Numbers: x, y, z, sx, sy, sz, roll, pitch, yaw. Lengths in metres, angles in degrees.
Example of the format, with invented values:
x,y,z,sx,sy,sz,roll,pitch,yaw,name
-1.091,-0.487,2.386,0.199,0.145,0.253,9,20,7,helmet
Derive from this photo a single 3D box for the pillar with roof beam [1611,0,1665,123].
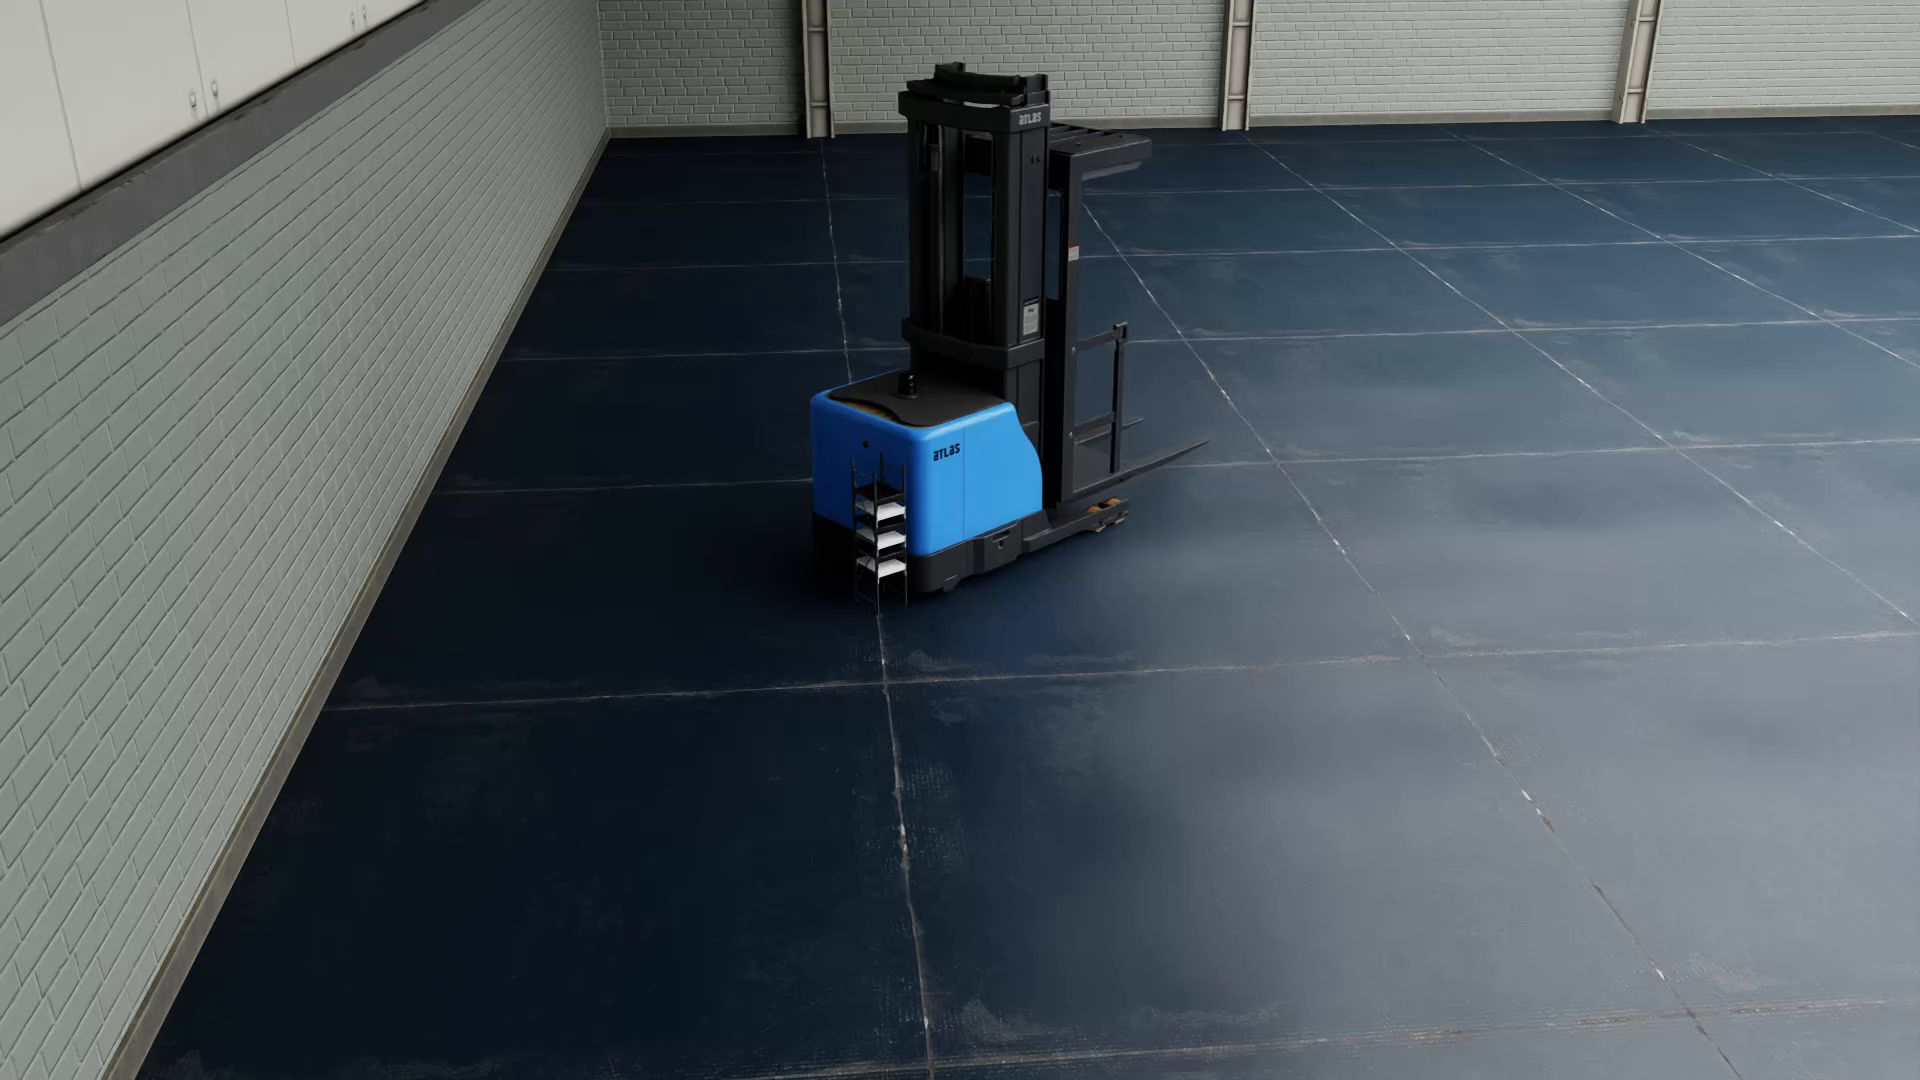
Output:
x,y,z,sx,sy,sz,roll,pitch,yaw,name
10.374,-8.617,19.057,0.400,9.000,9.100,-2,24,-5,pillar with roof beam

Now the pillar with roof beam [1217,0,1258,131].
x,y,z,sx,sy,sz,roll,pitch,yaw,name
4.403,-8.377,18.518,0.400,9.000,9.100,-2,24,-5,pillar with roof beam

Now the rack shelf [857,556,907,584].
x,y,z,sx,sy,sz,roll,pitch,yaw,name
-0.471,0.158,9.812,0.200,0.077,0.258,-17,29,-34,rack shelf

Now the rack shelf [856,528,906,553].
x,y,z,sx,sy,sz,roll,pitch,yaw,name
-0.471,-0.006,9.739,0.200,0.077,0.258,-17,29,-34,rack shelf

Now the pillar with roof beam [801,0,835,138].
x,y,z,sx,sy,sz,roll,pitch,yaw,name
-1.568,-8.138,17.979,0.400,9.000,9.100,-2,24,-5,pillar with roof beam

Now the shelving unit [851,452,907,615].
x,y,z,sx,sy,sz,roll,pitch,yaw,name
-0.471,-0.037,9.725,0.210,0.900,0.258,-17,29,-34,shelving unit

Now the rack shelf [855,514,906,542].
x,y,z,sx,sy,sz,roll,pitch,yaw,name
-0.471,-0.089,9.702,0.200,0.077,0.258,-17,29,-34,rack shelf

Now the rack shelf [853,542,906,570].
x,y,z,sx,sy,sz,roll,pitch,yaw,name
-0.471,0.076,9.775,0.200,0.077,0.258,-17,29,-34,rack shelf

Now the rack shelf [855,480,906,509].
x,y,z,sx,sy,sz,roll,pitch,yaw,name
-0.471,-0.253,9.629,0.200,0.077,0.258,-17,29,-34,rack shelf

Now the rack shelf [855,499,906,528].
x,y,z,sx,sy,sz,roll,pitch,yaw,name
-0.471,-0.171,9.666,0.200,0.077,0.258,-17,29,-34,rack shelf

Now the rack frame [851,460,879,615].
x,y,z,sx,sy,sz,roll,pitch,yaw,name
-0.551,-0.012,9.668,0.006,0.900,0.240,-17,29,-34,rack frame

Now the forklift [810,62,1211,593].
x,y,z,sx,sy,sz,roll,pitch,yaw,name
0.476,-1.524,10.570,3.031,2.935,1.130,-22,32,-40,forklift

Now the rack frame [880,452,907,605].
x,y,z,sx,sy,sz,roll,pitch,yaw,name
-0.391,-0.062,9.782,0.006,0.900,0.240,-17,29,-34,rack frame
